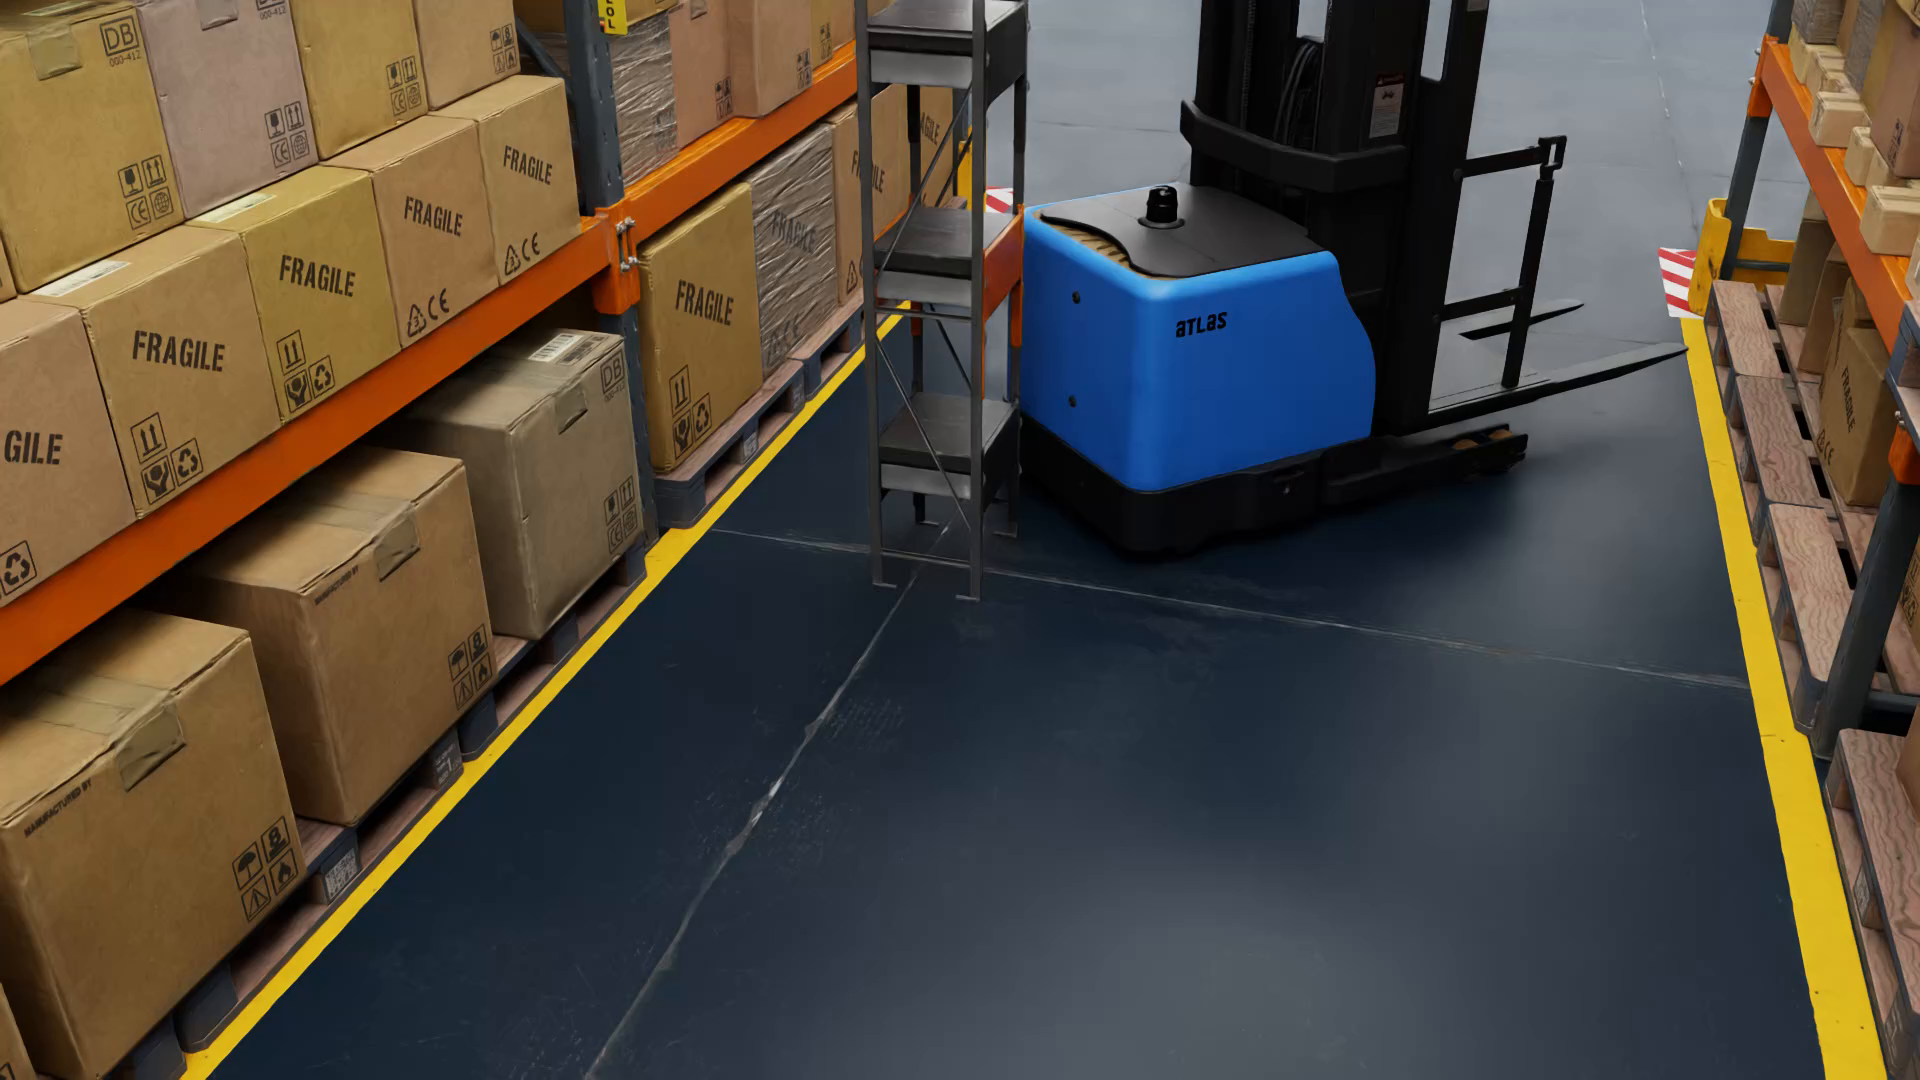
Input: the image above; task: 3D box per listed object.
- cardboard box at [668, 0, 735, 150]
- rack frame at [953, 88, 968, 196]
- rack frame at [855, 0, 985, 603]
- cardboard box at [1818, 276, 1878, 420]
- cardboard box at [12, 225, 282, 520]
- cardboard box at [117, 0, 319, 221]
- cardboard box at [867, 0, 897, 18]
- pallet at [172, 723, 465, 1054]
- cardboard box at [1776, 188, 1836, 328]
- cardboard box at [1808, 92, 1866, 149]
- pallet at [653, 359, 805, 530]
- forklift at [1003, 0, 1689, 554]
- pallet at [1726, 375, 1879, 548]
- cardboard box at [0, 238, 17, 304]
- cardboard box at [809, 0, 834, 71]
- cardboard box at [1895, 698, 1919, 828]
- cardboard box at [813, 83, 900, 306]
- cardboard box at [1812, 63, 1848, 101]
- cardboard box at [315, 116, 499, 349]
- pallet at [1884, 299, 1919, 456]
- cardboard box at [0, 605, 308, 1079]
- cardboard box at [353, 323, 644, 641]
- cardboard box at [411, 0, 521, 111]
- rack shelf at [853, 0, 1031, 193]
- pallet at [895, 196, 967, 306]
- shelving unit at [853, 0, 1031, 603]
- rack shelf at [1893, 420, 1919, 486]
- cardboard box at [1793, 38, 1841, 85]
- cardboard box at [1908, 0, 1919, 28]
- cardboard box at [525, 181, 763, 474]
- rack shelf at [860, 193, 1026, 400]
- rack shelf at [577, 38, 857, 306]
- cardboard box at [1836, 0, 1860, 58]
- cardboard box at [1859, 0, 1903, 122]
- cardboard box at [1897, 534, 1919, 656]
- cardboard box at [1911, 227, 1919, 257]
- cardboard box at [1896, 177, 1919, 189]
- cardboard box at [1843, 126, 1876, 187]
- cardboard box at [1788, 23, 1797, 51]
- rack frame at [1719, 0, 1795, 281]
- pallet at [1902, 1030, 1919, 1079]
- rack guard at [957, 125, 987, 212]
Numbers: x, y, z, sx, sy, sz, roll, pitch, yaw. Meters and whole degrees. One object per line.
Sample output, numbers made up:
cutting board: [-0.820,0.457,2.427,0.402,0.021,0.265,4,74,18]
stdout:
cardboard box: [-1.386,-1.850,6.336,0.875,0.550,0.550,8,30,15]
rack frame: [-0.449,-3.212,8.938,1.000,3.000,0.127,8,30,15]
rack frame: [-0.120,-0.727,5.397,0.400,2.100,0.015,8,30,15]
cardboard box: [3.719,-0.689,6.543,0.500,0.500,0.500,11,31,20]
cardboard box: [-1.964,-0.410,3.798,0.500,0.500,0.500,8,30,14]
cardboard box: [-2.061,-1.128,4.060,0.700,0.500,0.500,9,30,15]
cardboard box: [-0.655,-2.840,8.114,0.875,0.550,0.550,8,30,15]
pallet: [-2.134,0.804,4.588,1.003,0.211,1.213,8,30,15]
cardboard box: [4.064,-1.260,7.569,0.500,0.500,0.500,14,32,24]
cardboard box: [3.418,-1.565,6.237,0.380,0.149,0.250,8,30,15]
pallet: [-1.325,-0.476,6.889,1.003,0.211,1.213,8,30,15]
forklift: [1.717,-1.728,6.341,3.031,2.935,1.130,-15,32,-24]
pallet: [3.608,-0.265,6.510,1.003,0.211,1.213,8,30,15]
cardboard box: [-2.360,-0.656,3.212,0.700,0.500,0.500,8,30,14]
cardboard box: [-1.056,-2.345,7.226,0.875,0.550,0.500,8,30,15]
cardboard box: [2.888,0.584,4.233,0.700,0.500,0.500,6,30,11]
cardboard box: [-0.841,-1.733,8.033,0.875,0.875,0.875,8,30,14]
cardboard box: [3.638,-1.787,6.635,0.380,0.149,0.250,8,30,15]
cardboard box: [-1.669,-0.881,4.645,0.500,0.500,0.500,8,30,14]
pallet: [2.725,-0.180,3.685,1.003,0.211,1.213,8,30,15]
cardboard box: [-2.279,0.629,3.916,1.050,0.750,0.750,9,30,16]
cardboard box: [-1.719,-0.252,5.499,1.050,0.750,0.750,8,30,15]
cardboard box: [-1.763,-1.602,4.912,0.700,0.500,0.500,8,30,14]
rack shelf: [-0.049,-1.440,5.268,0.431,0.518,0.480,8,30,15]
pallet: [-0.609,-1.610,8.928,1.003,0.211,1.213,8,30,15]
shelving unit: [-0.049,-0.841,5.601,0.431,2.100,0.503,8,30,15]
rack shelf: [2.502,0.646,2.743,1.077,0.370,4.000,8,30,15]
cardboard box: [3.772,-2.021,7.056,0.380,0.149,0.250,8,30,15]
cardboard box: [3.103,-1.690,4.764,0.500,0.500,0.500,8,30,15]
cardboard box: [-1.372,-0.890,6.518,0.875,0.875,0.875,9,30,16]
rack shelf: [-0.049,-0.829,5.608,0.431,0.518,0.480,8,30,15]
rack shelf: [-1.036,-1.968,7.442,1.077,0.370,4.000,8,30,15]
cardboard box: [4.043,-2.129,6.583,0.875,0.500,0.500,8,30,15]
cardboard box: [3.697,-1.672,5.762,0.875,0.500,0.500,8,30,15]
cardboard box: [3.244,0.131,5.069,0.500,0.500,0.500,8,30,13]
cardboard box: [3.084,-0.852,4.955,0.380,0.149,0.250,8,30,15]
cardboard box: [3.250,-1.082,5.368,0.380,0.149,0.250,8,30,15]
cardboard box: [3.325,-1.325,5.805,0.380,0.149,0.250,8,30,15]
cardboard box: [3.951,-2.249,7.465,0.380,0.149,0.250,8,30,15]
rack frame: [4.263,-2.457,7.581,1.000,3.000,0.127,8,30,15]
pallet: [2.505,1.551,3.244,1.003,0.211,1.213,8,30,15]
rack guard: [-0.442,-2.130,9.565,1.175,0.500,0.348,8,30,15]
